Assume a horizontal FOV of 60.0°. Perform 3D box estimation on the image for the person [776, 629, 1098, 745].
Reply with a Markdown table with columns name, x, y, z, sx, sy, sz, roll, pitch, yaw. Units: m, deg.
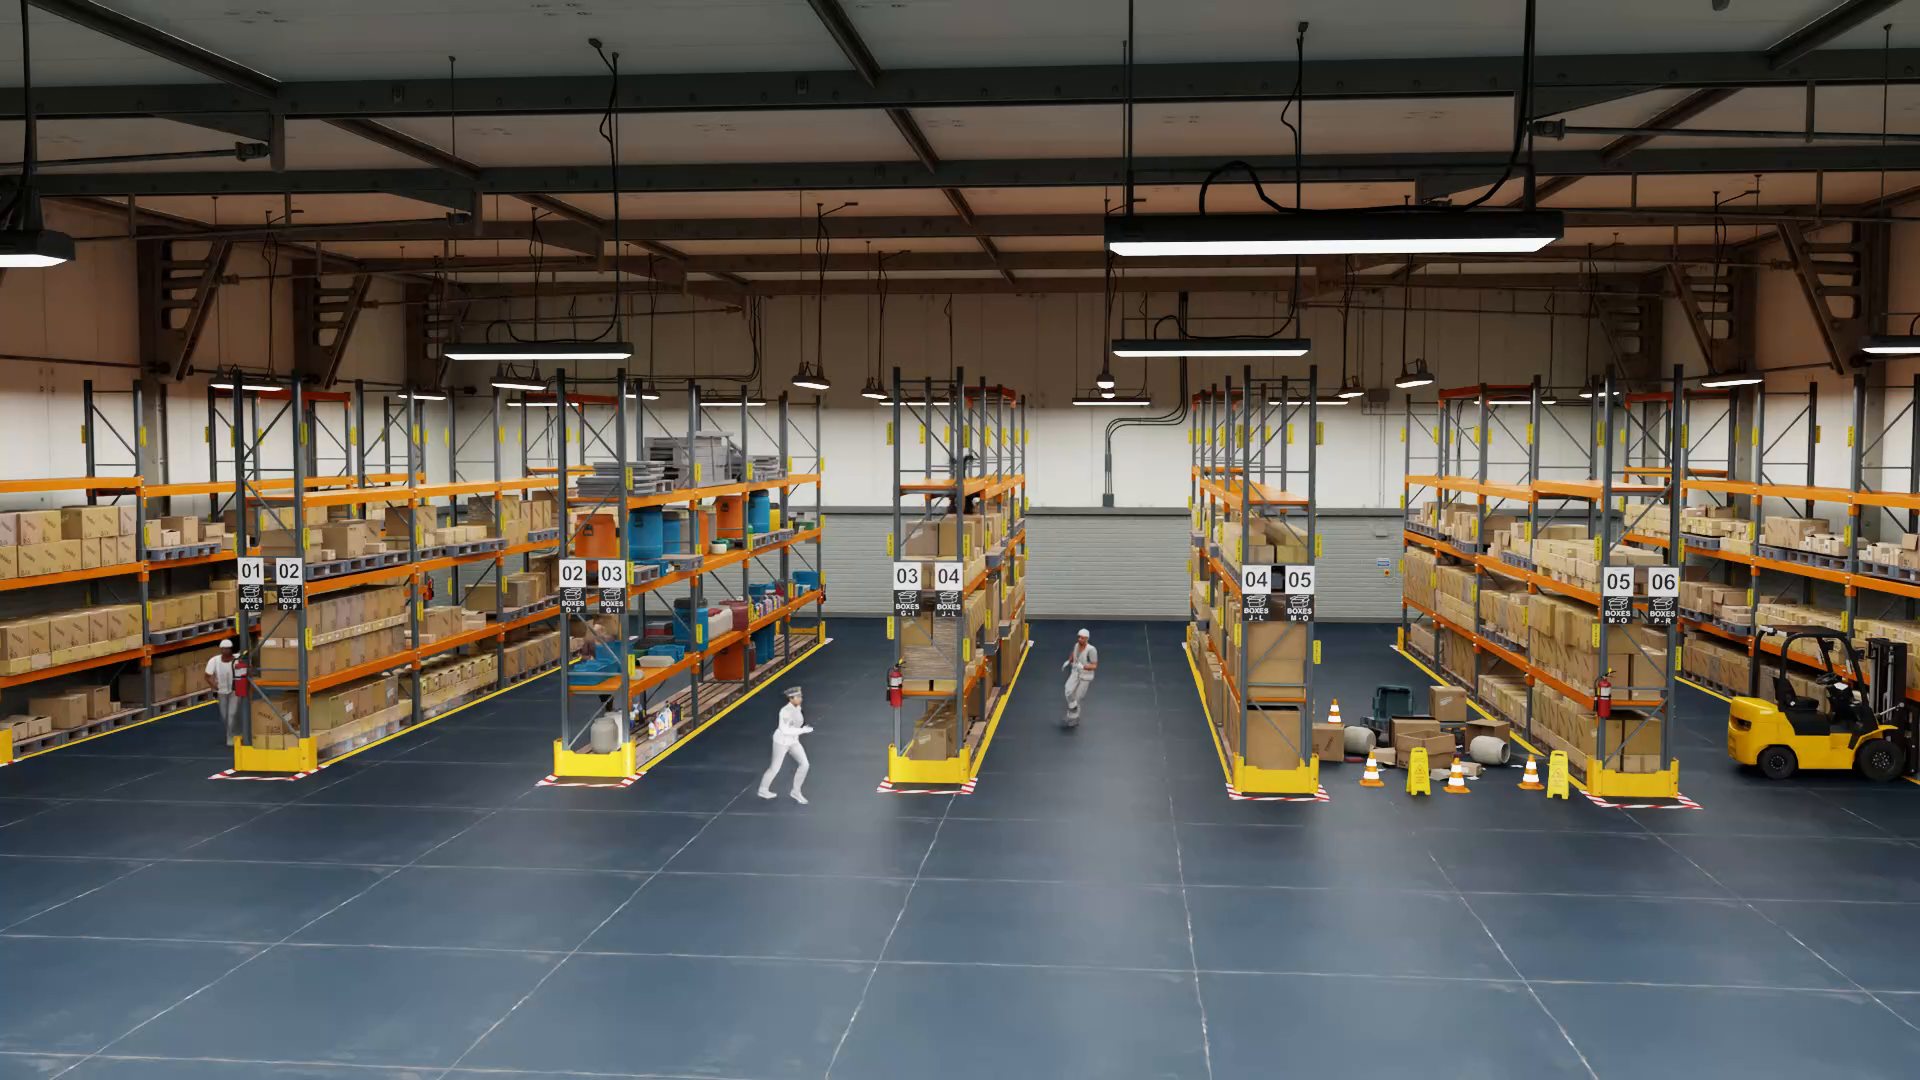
| name | x | y | z | sx | sy | sz | roll | pitch | yaw |
| --- | --- | --- | --- | --- | --- | --- | --- | --- | --- |
| person | 0.003 | 2.506 | 25.643 | 1.720 | 1.614 | 7.960 | 2 | 4 | 27 |

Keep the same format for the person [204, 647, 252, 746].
| name | x | y | z | sx | sy | sz | roll | pitch | yaw |
| --- | --- | --- | --- | --- | --- | --- | --- | --- | --- |
| person | -11.931 | 2.477 | 27.154 | 0.695 | 1.686 | 0.860 | -1 | 4 | -14 |

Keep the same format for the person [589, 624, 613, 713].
| name | x | y | z | sx | sy | sz | roll | pitch | yaw |
| --- | --- | --- | --- | --- | --- | --- | --- | --- | --- |
| person | -6.308 | 2.274 | 29.297 | 0.605 | 1.612 | 0.962 | 1 | 4 | 9 |

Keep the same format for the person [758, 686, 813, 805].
| name | x | y | z | sx | sy | sz | roll | pitch | yaw |
| --- | --- | --- | --- | --- | --- | --- | --- | --- | --- |
| person | -2.354 | 2.788 | 22.639 | 0.930 | 1.650 | 0.595 | 2 | 4 | 33 |
